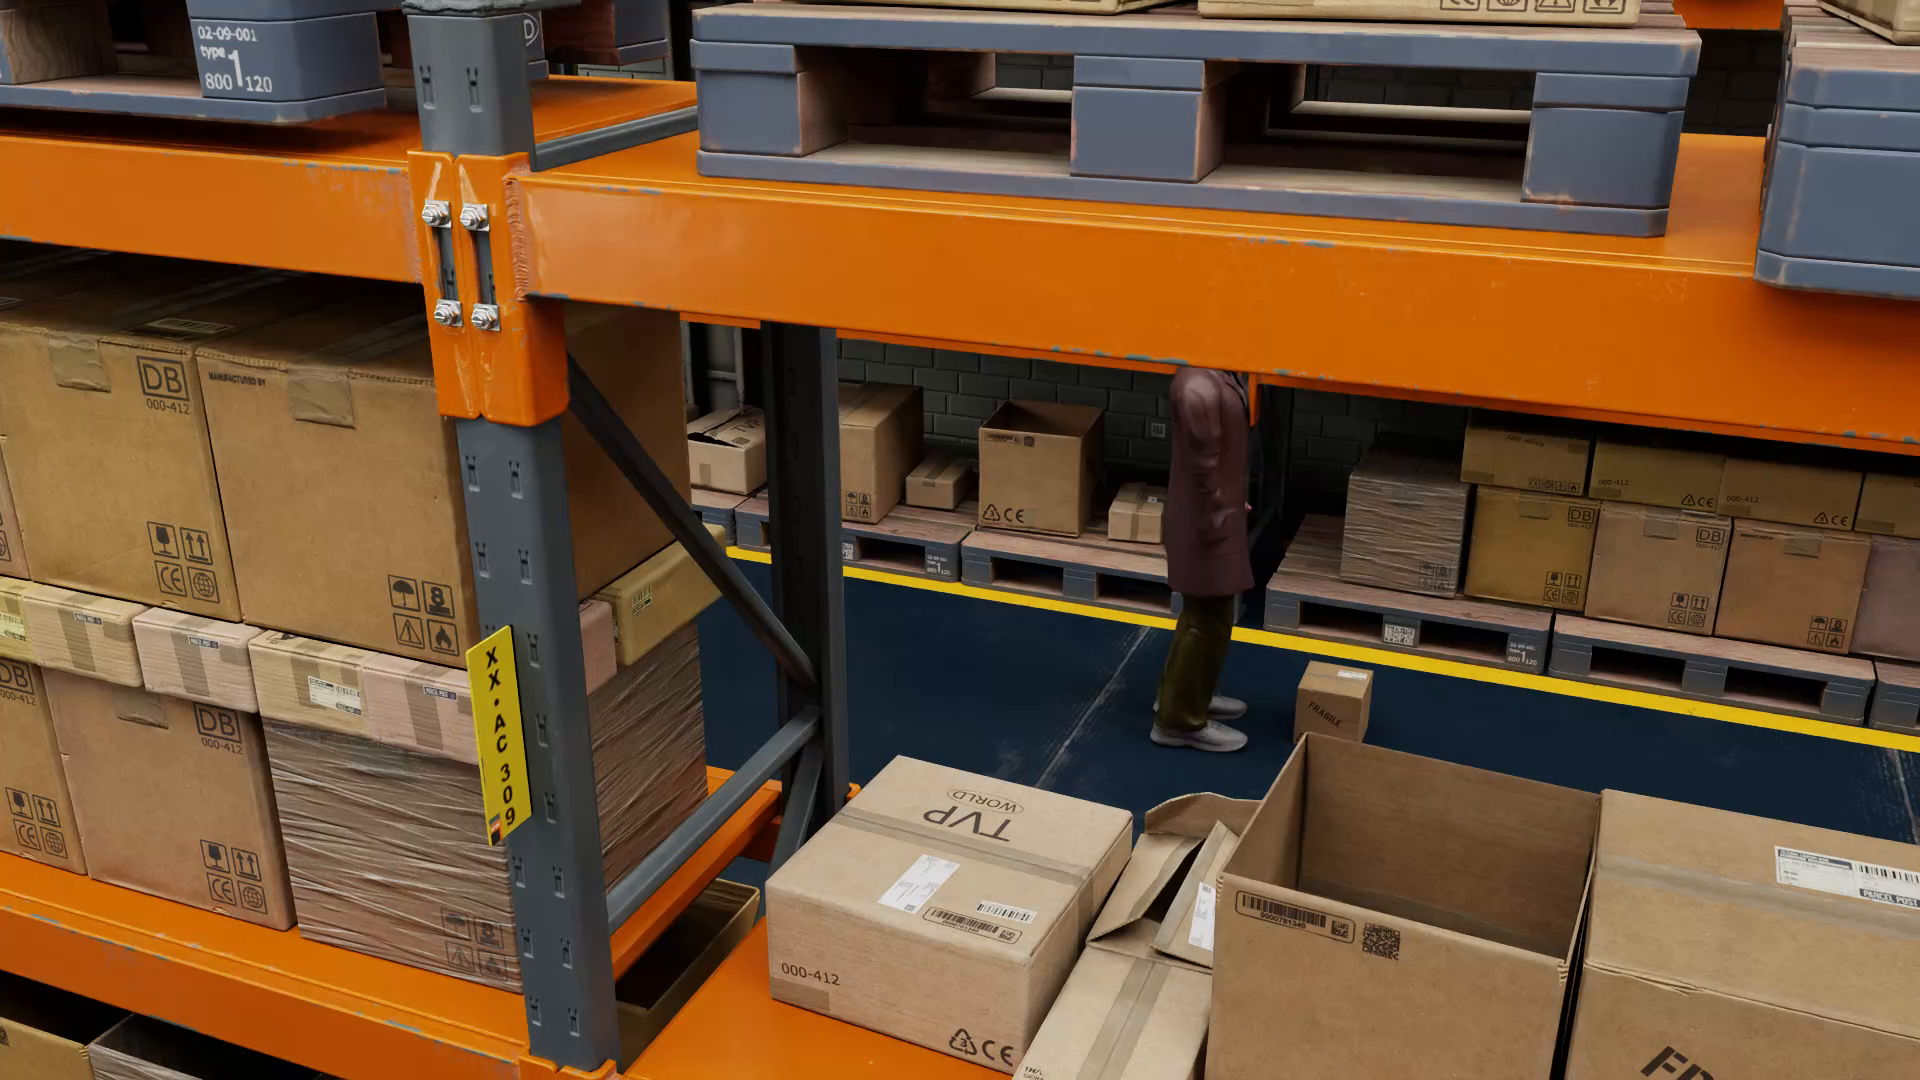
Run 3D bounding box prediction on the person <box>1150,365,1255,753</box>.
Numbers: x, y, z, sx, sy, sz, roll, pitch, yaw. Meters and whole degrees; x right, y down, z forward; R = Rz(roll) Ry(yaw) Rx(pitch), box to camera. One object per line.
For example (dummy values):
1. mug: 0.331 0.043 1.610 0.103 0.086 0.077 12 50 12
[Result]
1. person: 0.956 -0.073 6.314 0.376 1.771 0.560 3 22 8
